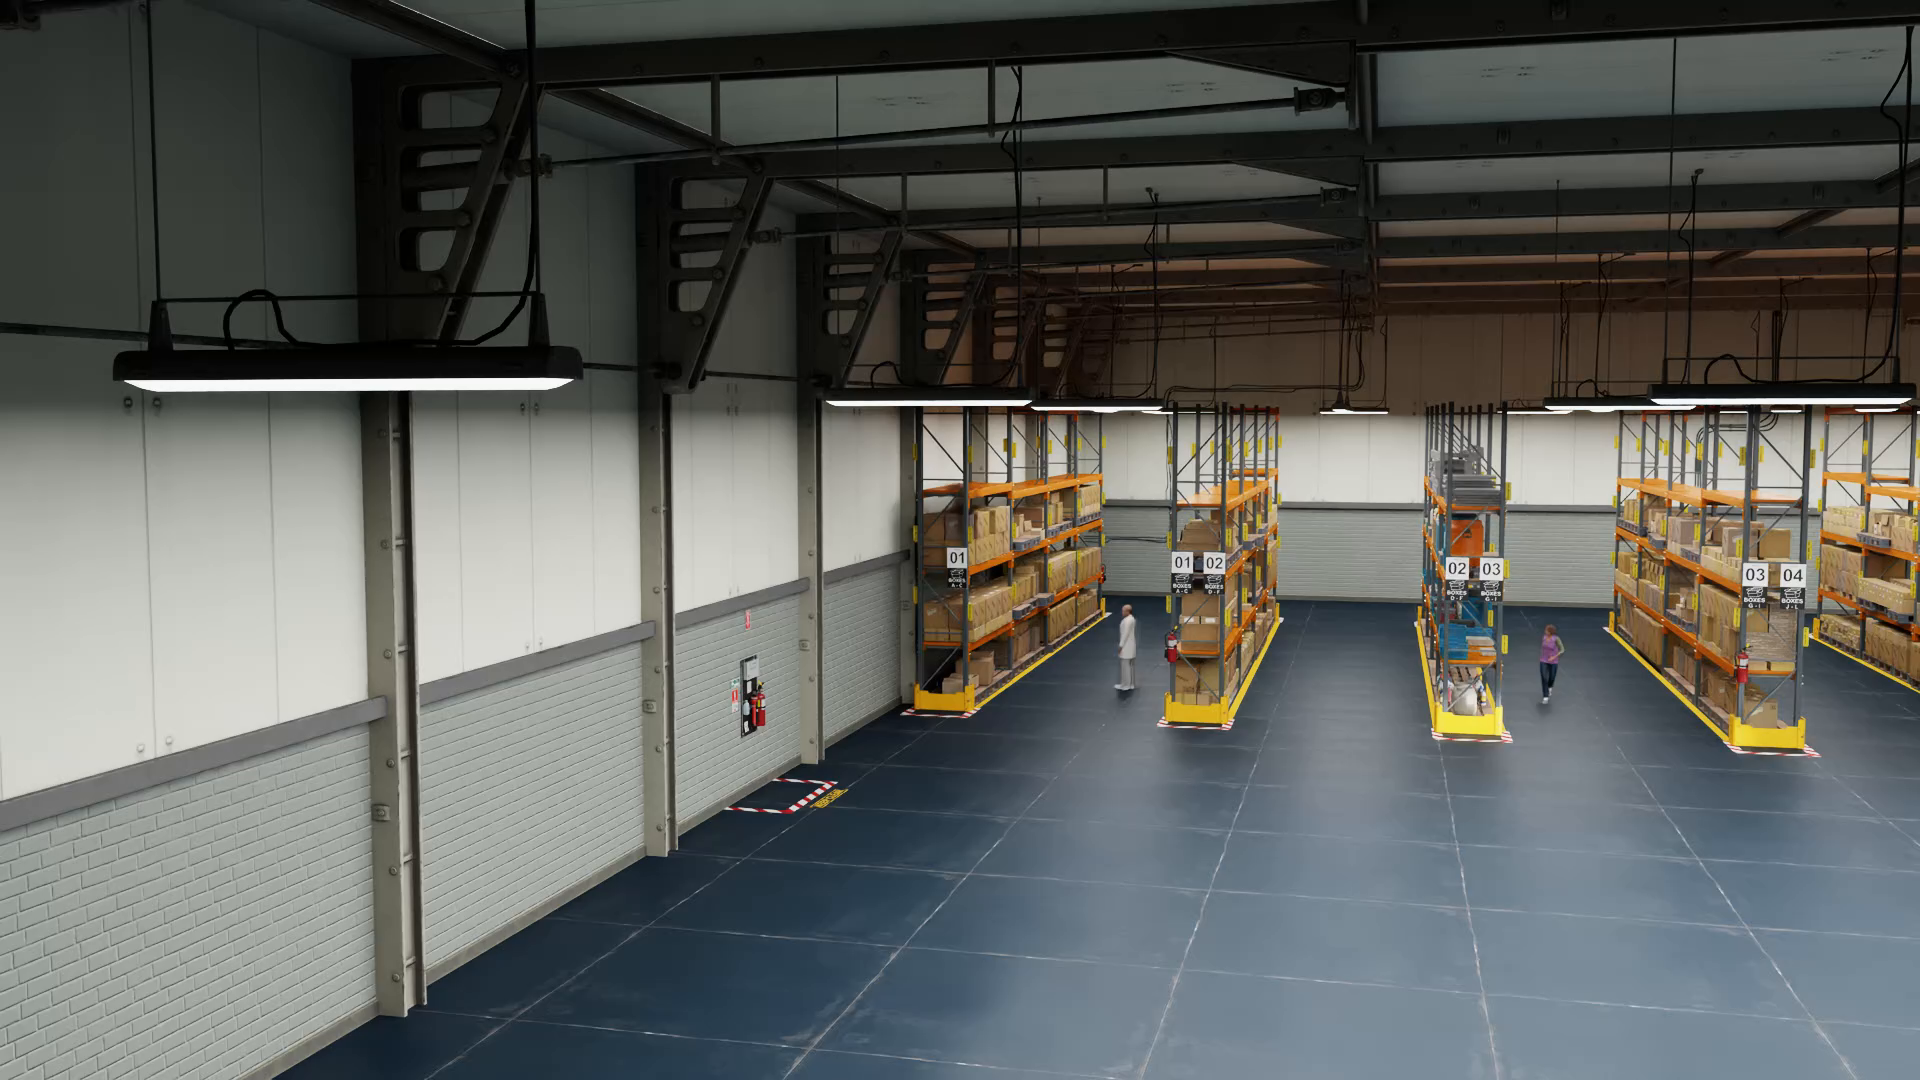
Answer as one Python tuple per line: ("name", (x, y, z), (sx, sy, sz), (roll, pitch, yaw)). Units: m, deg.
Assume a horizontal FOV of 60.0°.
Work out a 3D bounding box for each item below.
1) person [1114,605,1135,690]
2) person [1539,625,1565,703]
("person", (3.453, 2.250, 34.881), (0.428, 1.791, 0.602), (1, 4, 16))
("person", (11.933, 2.479, 33.535), (0.470, 1.581, 0.669), (1, 4, 18))
